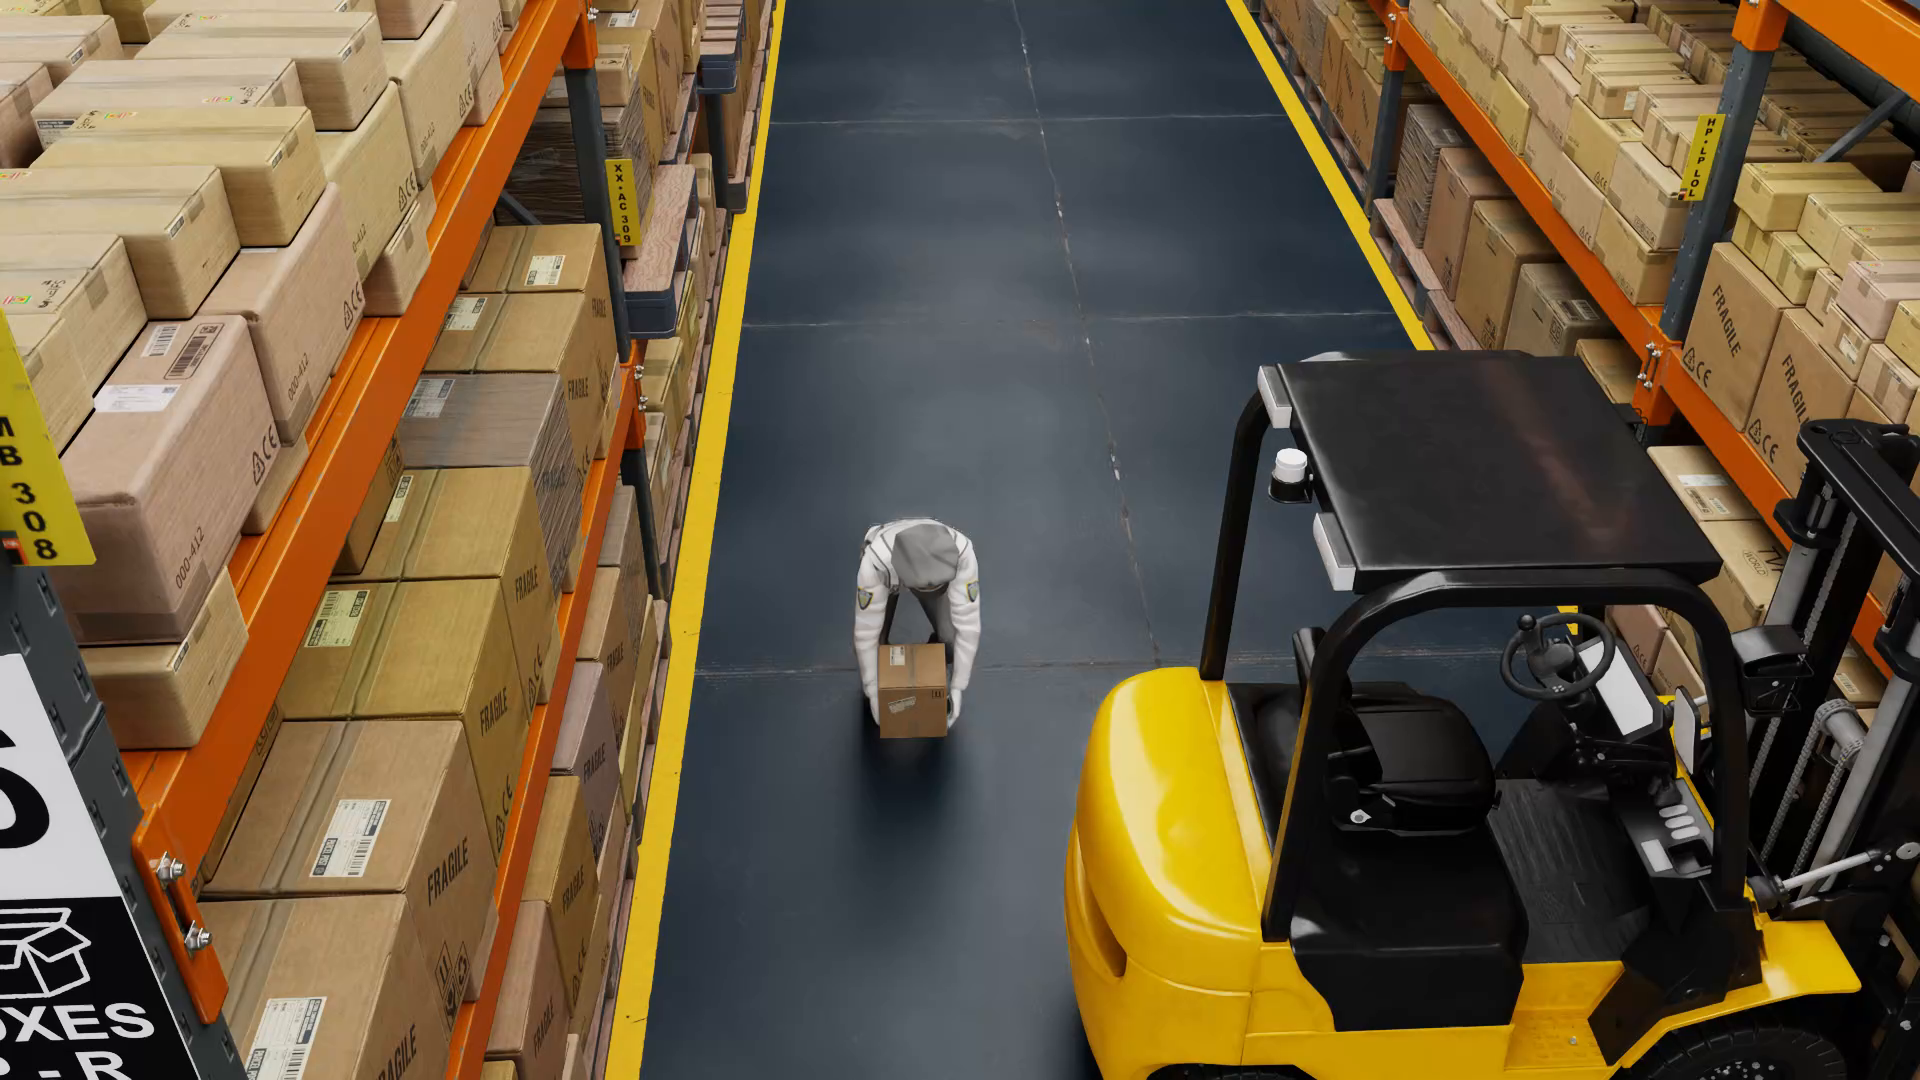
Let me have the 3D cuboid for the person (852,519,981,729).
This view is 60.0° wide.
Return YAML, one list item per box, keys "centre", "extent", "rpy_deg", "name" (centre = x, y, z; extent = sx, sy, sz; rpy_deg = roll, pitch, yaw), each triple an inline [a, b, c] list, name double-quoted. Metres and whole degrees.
- centre: [-0.174, 0.229, 6.426]
  extent: [0.493, 0.974, 0.825]
  rpy_deg: [-2, 35, -2]
  name: "person"
